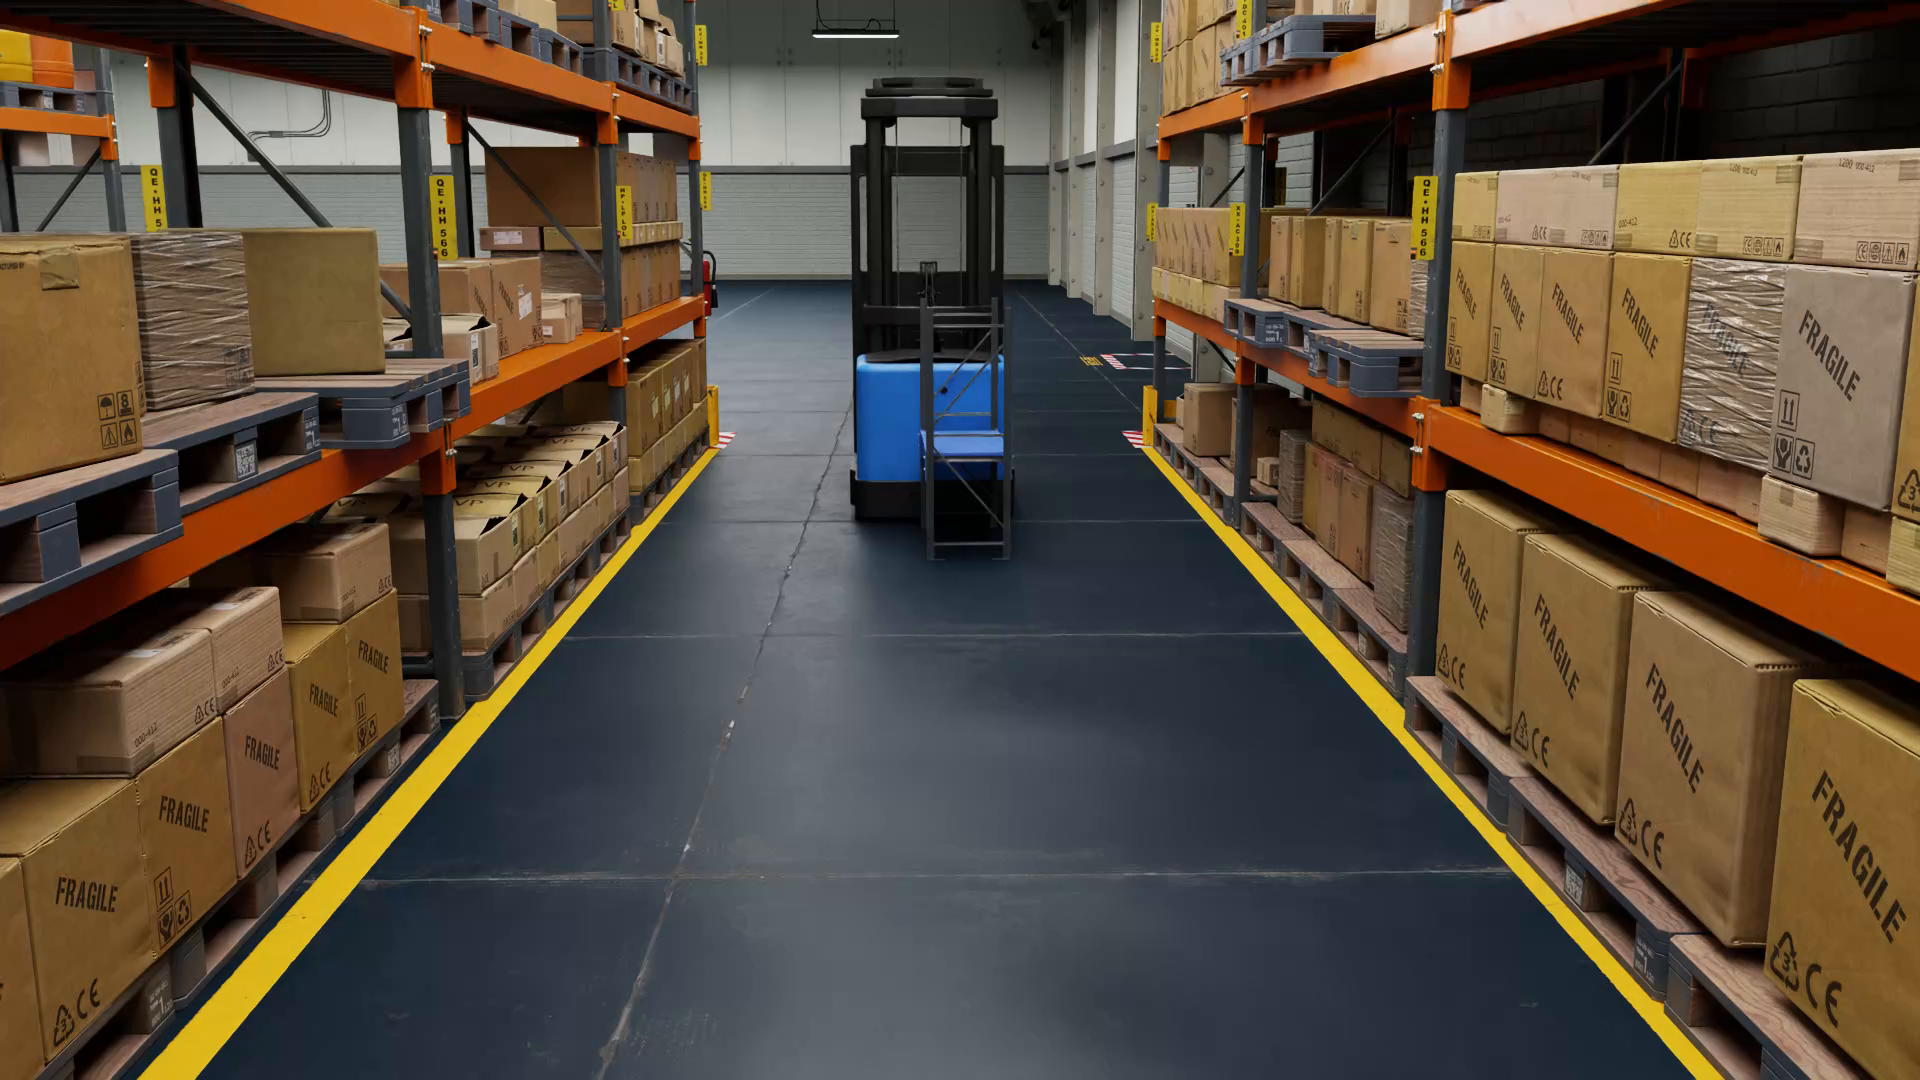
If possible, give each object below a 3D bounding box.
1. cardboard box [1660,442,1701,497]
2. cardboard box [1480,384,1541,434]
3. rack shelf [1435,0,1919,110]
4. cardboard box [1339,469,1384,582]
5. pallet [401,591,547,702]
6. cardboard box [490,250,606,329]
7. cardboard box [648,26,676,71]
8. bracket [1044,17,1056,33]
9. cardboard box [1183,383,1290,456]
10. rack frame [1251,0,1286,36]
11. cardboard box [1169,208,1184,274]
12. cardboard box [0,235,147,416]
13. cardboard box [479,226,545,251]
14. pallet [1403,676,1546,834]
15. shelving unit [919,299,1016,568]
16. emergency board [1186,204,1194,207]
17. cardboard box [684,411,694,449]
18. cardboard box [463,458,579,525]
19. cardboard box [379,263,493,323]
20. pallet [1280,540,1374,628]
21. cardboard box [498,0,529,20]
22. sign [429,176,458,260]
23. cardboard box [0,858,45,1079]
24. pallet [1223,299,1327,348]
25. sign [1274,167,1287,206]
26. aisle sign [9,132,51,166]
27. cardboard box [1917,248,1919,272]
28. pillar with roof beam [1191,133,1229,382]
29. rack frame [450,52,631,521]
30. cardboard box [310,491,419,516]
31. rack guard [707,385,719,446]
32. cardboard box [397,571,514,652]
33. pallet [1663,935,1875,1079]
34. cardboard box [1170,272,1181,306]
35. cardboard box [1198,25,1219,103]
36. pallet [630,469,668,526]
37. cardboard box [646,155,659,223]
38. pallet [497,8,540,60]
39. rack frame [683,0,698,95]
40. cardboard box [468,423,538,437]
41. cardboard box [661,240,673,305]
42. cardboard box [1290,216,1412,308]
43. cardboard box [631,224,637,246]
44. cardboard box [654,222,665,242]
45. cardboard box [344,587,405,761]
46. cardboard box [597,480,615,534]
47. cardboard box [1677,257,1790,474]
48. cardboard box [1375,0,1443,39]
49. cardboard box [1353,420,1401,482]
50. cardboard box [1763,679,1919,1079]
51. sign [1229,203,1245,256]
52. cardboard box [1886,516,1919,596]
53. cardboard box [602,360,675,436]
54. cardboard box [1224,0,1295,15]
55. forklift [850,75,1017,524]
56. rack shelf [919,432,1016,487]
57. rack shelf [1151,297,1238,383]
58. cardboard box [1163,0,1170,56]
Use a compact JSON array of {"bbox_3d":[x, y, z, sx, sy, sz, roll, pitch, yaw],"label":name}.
[{"bbox_3d":[2.199,-0.213,4.645,0.380,0.149,0.250,0,11,1],"label":"cardboard box"},{"bbox_3d":[2.075,-0.467,5.896,0.380,0.149,0.250,0,11,1],"label":"cardboard box"},{"bbox_3d":[2.424,-1.469,4.523,1.077,0.370,4.000,0,11,-1],"label":"rack shelf"},{"bbox_3d":[2.382,-0.085,8.612,0.700,0.500,0.500,0,11,-1],"label":"cardboard box"},{"bbox_3d":[-2.548,0.474,7.690,1.003,0.211,1.213,0,11,-1],"label":"pallet"},{"bbox_3d":[-2.668,-1.661,10.950,0.700,0.500,0.500,-1,11,-3],"label":"cardboard box"},{"bbox_3d":[-2.437,-3.681,12.431,0.500,0.311,0.500,1,12,6],"label":"cardboard box"},{"bbox_3d":[2.183,-12.276,39.382,0.076,0.066,4.783,0,11,-1],"label":"bracket"},{"bbox_3d":[2.118,-0.933,12.795,0.700,0.500,0.500,-1,12,-5],"label":"cardboard box"},{"bbox_3d":[2.300,-4.485,10.032,1.000,3.000,0.127,0,11,-1],"label":"rack frame"},{"bbox_3d":[1.931,-2.346,13.022,0.500,0.500,0.500,-1,11,-3],"label":"cardboard box"},{"bbox_3d":[-2.586,-0.539,4.364,0.700,0.500,0.500,-3,12,-16],"label":"cardboard box"},{"bbox_3d":[-2.873,-1.944,10.712,0.380,0.149,0.250,0,11,-1],"label":"cardboard box"},{"bbox_3d":[2.323,0.774,6.213,1.003,0.211,1.213,0,11,-1],"label":"pallet"},{"bbox_3d":[0.032,-0.679,10.132,0.538,1.500,1.048,-1,11,-3],"label":"shelving unit"},{"bbox_3d":[2.959,-3.888,22.181,0.194,1.169,0.643,0,11,-1],"label":"emergency board"},{"bbox_3d":[-2.395,-0.873,13.177,0.500,0.250,0.500,0,11,-1],"label":"cardboard box"},{"bbox_3d":[-2.326,-0.275,8.818,0.500,0.311,0.500,0,11,-2],"label":"cardboard box"},{"bbox_3d":[-2.621,-1.111,8.239,0.500,0.500,0.500,-1,11,-4],"label":"cardboard box"},{"bbox_3d":[2.345,0.220,8.945,1.003,0.211,1.213,0,11,-1],"label":"pallet"},{"bbox_3d":[-2.636,-2.894,9.058,0.500,0.250,0.500,-1,12,-7],"label":"cardboard box"},{"bbox_3d":[-2.028,-1.261,6.518,0.100,0.325,0.005,0,11,-1],"label":"sign"},{"bbox_3d":[-2.254,0.979,3.370,0.500,0.500,0.500,-1,11,-4],"label":"cardboard box"},{"bbox_3d":[2.170,-1.298,9.896,1.003,0.211,1.213,0,11,-1],"label":"pallet"},{"bbox_3d":[2.772,-3.060,14.393,0.100,0.325,0.005,0,11,-1],"label":"sign"},{"bbox_3d":[-7.982,-3.586,14.154,0.394,0.787,0.004,0,11,-1],"label":"aisle sign"},{"bbox_3d":[2.200,-0.618,3.127,0.500,0.250,0.500,0,11,0],"label":"cardboard box"},{"bbox_3d":[-1.332,-6.319,19.075,9.100,9.000,0.400,0,11,-1],"label":"pillar with roof beam"},{"bbox_3d":[-2.653,-1.524,10.525,1.000,3.000,0.127,0,11,-1],"label":"rack frame"},{"bbox_3d":[-2.844,-0.068,7.799,0.500,0.311,0.500,0,11,-2],"label":"cardboard box"},{"bbox_3d":[-2.736,-1.098,14.716,1.175,0.500,0.348,0,11,-1],"label":"rack guard"},{"bbox_3d":[-2.287,0.308,7.356,0.500,0.250,0.500,0,11,-1],"label":"cardboard box"},{"bbox_3d":[2.374,1.259,3.822,1.003,0.211,1.213,0,11,-1],"label":"pallet"},{"bbox_3d":[1.939,-1.973,13.069,0.500,0.250,0.500,0,11,-2],"label":"cardboard box"},{"bbox_3d":[1.995,-3.383,11.846,0.500,0.500,0.500,-1,11,-3],"label":"cardboard box"},{"bbox_3d":[-2.627,-0.315,11.582,1.003,0.211,1.213,0,11,-1],"label":"pallet"},{"bbox_3d":[-2.710,-2.695,12.787,0.700,0.500,0.500,0,11,-1],"label":"cardboard box"},{"bbox_3d":[-2.700,-2.463,8.085,1.003,0.211,1.213,0,11,1],"label":"pallet"},{"bbox_3d":[-2.735,-5.259,13.848,1.000,3.000,0.127,0,11,-1],"label":"rack frame"},{"bbox_3d":[-2.893,-0.574,10.291,0.500,0.311,0.500,0,11,-1],"label":"cardboard box"},{"bbox_3d":[-2.723,-2.171,13.462,0.700,0.500,0.500,0,11,0],"label":"cardboard box"},{"bbox_3d":[2.281,-1.597,9.528,0.700,0.500,0.500,1,12,5],"label":"cardboard box"},{"bbox_3d":[-2.487,-2.148,11.719,0.380,0.149,0.250,-1,11,-3],"label":"cardboard box"},{"bbox_3d":[-2.516,-2.405,12.988,0.380,0.149,0.250,0,11,1],"label":"cardboard box"},{"bbox_3d":[-2.316,0.466,5.899,0.500,0.500,0.500,0,11,1],"label":"cardboard box"},{"bbox_3d":[-2.346,-0.200,9.860,0.500,0.250,0.500,0,11,-2],"label":"cardboard box"},{"bbox_3d":[2.181,-0.451,4.188,0.500,0.500,0.500,0,11,-1],"label":"cardboard box"},{"bbox_3d":[2.098,-2.328,7.118,0.500,0.311,0.500,0,11,-1],"label":"cardboard box"},{"bbox_3d":[2.351,-0.466,8.608,0.500,0.250,0.500,0,11,-1],"label":"cardboard box"},{"bbox_3d":[2.322,0.765,3.596,0.750,0.750,0.750,0,11,0],"label":"cardboard box"},{"bbox_3d":[1.757,-1.965,10.524,0.100,0.325,0.005,0,11,-1],"label":"sign"},{"bbox_3d":[2.146,0.043,3.385,0.380,0.149,0.250,0,11,0],"label":"cardboard box"},{"bbox_3d":[-2.370,-1.042,12.122,0.500,0.500,0.500,0,11,-1],"label":"cardboard box"},{"bbox_3d":[2.018,-3.662,10.705,0.500,0.500,0.500,-1,12,-6],"label":"cardboard box"},{"bbox_3d":[-0.236,-1.786,11.991,1.130,2.935,3.031,-1,11,-3],"label":"forklift"},{"bbox_3d":[0.032,-0.502,10.168,0.538,0.185,1.000,-1,11,-3],"label":"rack shelf"},{"bbox_3d":[2.258,-1.590,12.660,1.077,0.370,4.000,0,11,-1],"label":"rack shelf"},{"bbox_3d":[1.982,-4.281,13.756,0.500,0.500,0.500,-1,12,-5],"label":"cardboard box"}]
